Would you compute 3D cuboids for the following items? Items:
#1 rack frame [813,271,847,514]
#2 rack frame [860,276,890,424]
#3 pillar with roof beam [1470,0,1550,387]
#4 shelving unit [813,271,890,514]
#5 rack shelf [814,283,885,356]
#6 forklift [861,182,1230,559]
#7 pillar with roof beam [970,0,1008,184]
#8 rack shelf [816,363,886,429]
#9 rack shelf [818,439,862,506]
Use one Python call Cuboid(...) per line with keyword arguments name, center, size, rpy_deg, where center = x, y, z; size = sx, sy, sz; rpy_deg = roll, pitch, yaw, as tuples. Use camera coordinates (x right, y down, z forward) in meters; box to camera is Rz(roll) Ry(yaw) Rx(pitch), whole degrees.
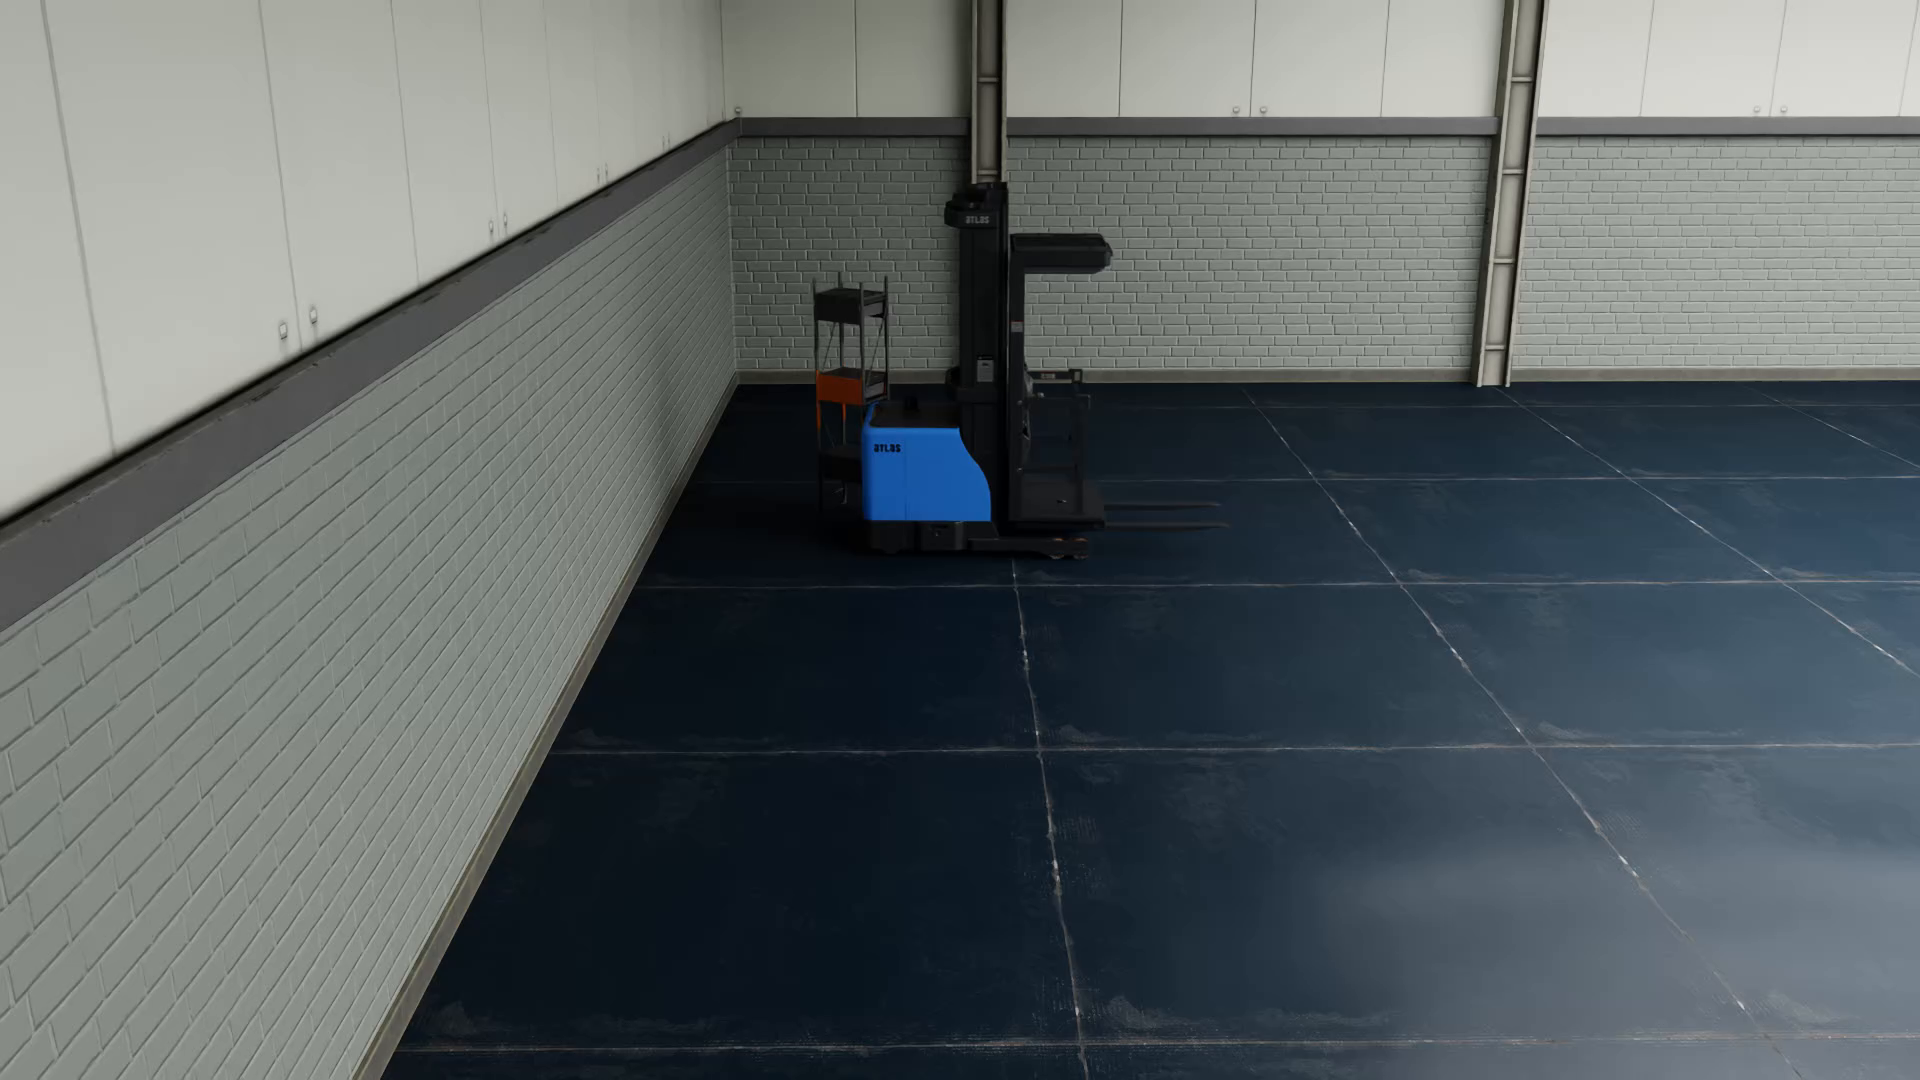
Cuboid(name="rack frame", center=(-1.141, -1.286, 14.618), size=(0.015, 2.100, 0.400), rpy_deg=(11, 21, 30))
Cuboid(name="rack frame", center=(-0.727, -1.207, 14.371), size=(0.015, 2.100, 0.400), rpy_deg=(11, 21, 30))
Cuboid(name="pillar with roof beam", center=(6.390, -4.836, 14.390), size=(0.400, 9.000, 9.100), rpy_deg=(0, 18, -1))
Cuboid(name="shelving unit", center=(-0.934, -1.246, 14.494), size=(0.503, 2.100, 0.431), rpy_deg=(11, 21, 30))
Cuboid(name="rack shelf", center=(-0.934, -1.900, 14.285), size=(0.480, 0.518, 0.431), rpy_deg=(11, 21, 30))
Cuboid(name="forklift", center=(0.710, -1.406, 13.632), size=(3.031, 2.935, 1.130), rpy_deg=(0, 18, 1))
Cuboid(name="pillar with roof beam", center=(0.391, -4.807, 14.300), size=(0.400, 9.000, 9.100), rpy_deg=(0, 18, -1))
Cuboid(name="rack shelf", center=(-0.934, -1.233, 14.499), size=(0.480, 0.518, 0.431), rpy_deg=(11, 21, 30))
Cuboid(name="rack shelf", center=(-0.934, -0.567, 14.712), size=(0.480, 0.518, 0.431), rpy_deg=(11, 21, 30))
